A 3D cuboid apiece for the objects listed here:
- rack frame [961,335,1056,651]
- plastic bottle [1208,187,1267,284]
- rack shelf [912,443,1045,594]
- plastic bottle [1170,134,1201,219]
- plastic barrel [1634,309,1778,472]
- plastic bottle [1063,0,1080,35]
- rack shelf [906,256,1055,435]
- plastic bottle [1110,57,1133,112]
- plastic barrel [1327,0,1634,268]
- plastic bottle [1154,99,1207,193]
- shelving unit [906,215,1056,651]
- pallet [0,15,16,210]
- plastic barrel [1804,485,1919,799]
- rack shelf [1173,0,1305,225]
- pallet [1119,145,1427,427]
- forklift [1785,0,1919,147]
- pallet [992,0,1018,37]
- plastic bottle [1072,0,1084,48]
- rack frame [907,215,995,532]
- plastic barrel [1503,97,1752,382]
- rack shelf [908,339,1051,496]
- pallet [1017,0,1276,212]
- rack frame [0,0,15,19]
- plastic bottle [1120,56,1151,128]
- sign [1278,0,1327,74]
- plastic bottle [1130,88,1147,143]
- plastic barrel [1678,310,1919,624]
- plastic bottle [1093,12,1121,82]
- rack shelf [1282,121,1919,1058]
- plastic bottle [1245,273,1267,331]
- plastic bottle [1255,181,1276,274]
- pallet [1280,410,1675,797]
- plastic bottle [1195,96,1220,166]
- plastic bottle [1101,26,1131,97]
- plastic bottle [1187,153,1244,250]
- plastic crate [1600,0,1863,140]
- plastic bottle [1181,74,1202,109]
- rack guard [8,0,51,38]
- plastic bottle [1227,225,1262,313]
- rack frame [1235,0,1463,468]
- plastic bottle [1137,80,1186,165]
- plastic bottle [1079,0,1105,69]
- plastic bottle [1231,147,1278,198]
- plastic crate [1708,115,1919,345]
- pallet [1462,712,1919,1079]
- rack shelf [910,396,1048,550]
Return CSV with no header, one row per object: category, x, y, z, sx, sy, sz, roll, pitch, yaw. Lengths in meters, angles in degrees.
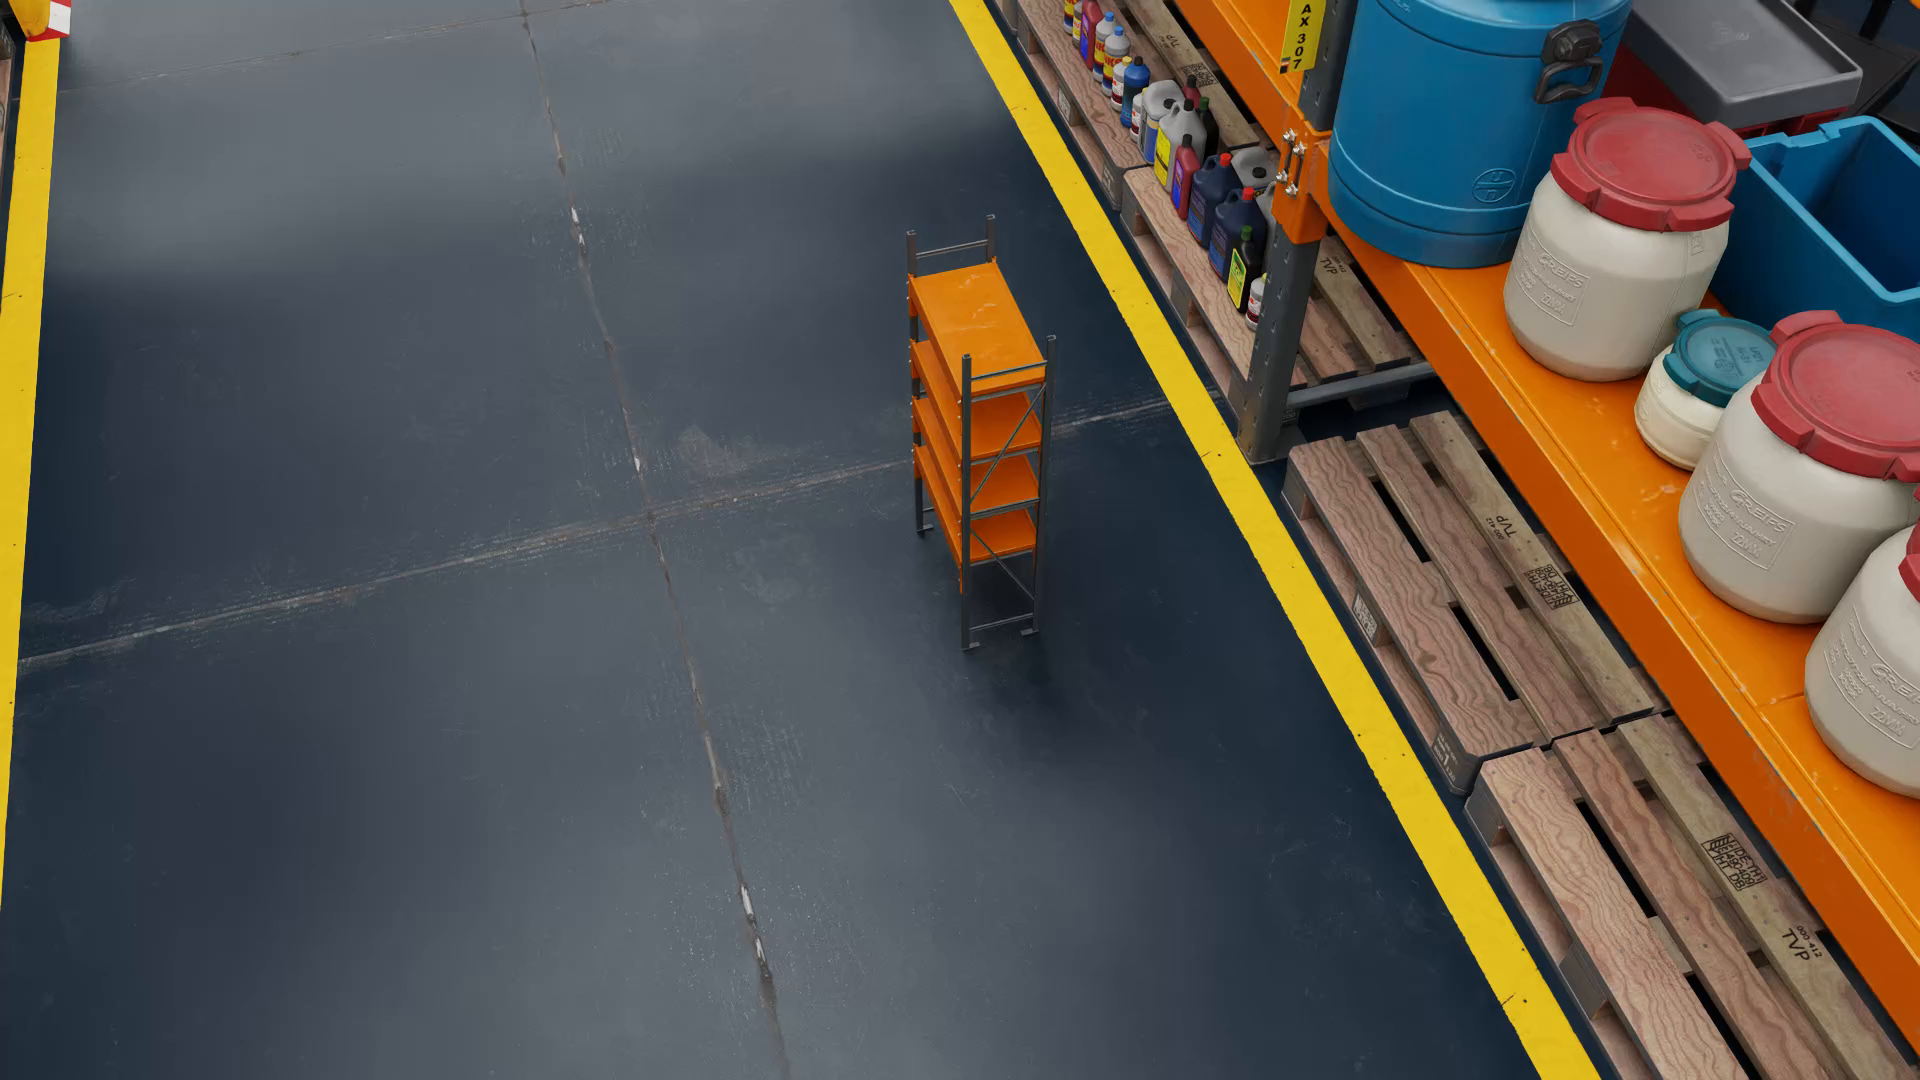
rack frame,0.121,-0.088,4.539,0.240,1.200,0.015,-13,51,-11
plastic bottle,0.943,-1.054,5.621,0.144,0.351,0.185,-15,51,-12
rack shelf,0.049,-0.094,4.893,0.258,0.148,0.480,-13,51,-11
plastic bottle,0.798,-1.282,5.858,0.061,0.283,0.133,-10,51,-9
plastic barrel,1.654,-0.315,3.644,0.301,0.262,0.301,0,50,0
plastic bottle,0.465,-2.150,6.597,0.097,0.271,0.097,0,50,0
rack shelf,0.049,-0.519,4.389,0.258,0.148,0.480,-13,51,-11
plastic bottle,0.625,-1.732,6.290,0.097,0.201,0.097,0,50,0
plastic barrel,1.234,-1.172,3.948,0.600,0.901,0.708,-13,51,-11
plastic bottle,0.791,-1.430,5.938,0.144,0.351,0.185,-14,51,-11
shelving unit,0.049,-0.266,4.689,0.258,1.200,0.503,-13,51,-11
pallet,-4.276,-1.607,6.466,1.003,0.211,1.213,-13,51,-11
plastic barrel,1.827,0.196,3.034,0.433,0.535,0.433,0,50,0
rack shelf,0.818,-2.590,5.942,1.077,0.370,4.000,-13,51,-11
pallet,1.250,-0.962,5.923,1.003,0.211,1.213,-13,51,-11
forklift,2.963,-2.528,5.464,3.031,2.935,1.130,37,59,27
pallet,0.529,-2.744,7.425,1.003,0.211,1.213,-13,51,-11
plastic bottle,0.495,-2.052,6.560,0.097,0.201,0.097,0,50,0
rack frame,-0.023,-0.444,4.840,0.240,1.200,0.015,-13,51,-11
plastic barrel,1.482,-0.656,3.752,0.433,0.535,0.433,0,50,0
rack shelf,0.049,-0.367,4.570,0.258,0.148,0.480,-13,51,-11
pallet,0.886,-1.855,6.675,1.003,0.211,1.213,-13,51,-11
rack frame,-4.505,-3.162,5.954,1.000,3.000,0.127,-13,51,-11
plastic bottle,0.655,-1.679,6.200,0.097,0.271,0.097,0,50,0
sign,0.880,-1.334,4.231,0.100,0.325,0.005,-13,51,-11
plastic bottle,0.686,-1.582,6.164,0.097,0.201,0.097,0,50,0
plastic barrel,1.699,-0.120,3.301,0.433,0.535,0.433,0,50,0
plastic bottle,0.566,-1.900,6.386,0.097,0.271,0.097,0,50,0
rack shelf,2.000,0.332,3.479,1.077,0.370,4.000,-13,51,-11
plastic bottle,1.004,-0.795,5.501,0.097,0.201,0.097,0,50,0
plastic bottle,1.081,-1.087,5.649,0.144,0.351,0.185,-13,51,-11
pallet,1.678,0.103,5.025,1.003,0.211,1.213,-13,51,-11
plastic bottle,0.881,-1.450,6.000,0.061,0.283,0.133,-13,51,-11
plastic bottle,0.596,-1.827,6.325,0.097,0.271,0.097,0,50,0
plastic bottle,0.886,-1.194,5.740,0.144,0.351,0.185,-16,52,-13
plastic crate,1.844,-1.097,4.171,0.402,0.464,0.583,-13,51,-11
plastic bottle,0.848,-1.552,6.086,0.061,0.283,0.133,-13,51,-11
rack guard,-4.483,-2.301,6.863,1.175,0.500,0.348,-13,51,-11
plastic bottle,0.952,-0.904,5.539,0.061,0.283,0.133,-11,51,-9
rack frame,1.409,-1.361,4.435,1.000,3.000,0.127,-13,51,-11
plastic bottle,0.747,-1.526,6.068,0.152,0.276,0.135,-12,51,-10
plastic bottle,0.514,-1.984,6.450,0.061,0.283,0.133,-13,51,-10
plastic bottle,1.021,-1.222,5.812,0.152,0.276,0.135,-13,51,-11
plastic crate,2.032,-0.620,3.821,0.392,0.384,0.575,-13,51,-11
pallet,2.043,0.995,4.273,1.003,0.211,1.213,-13,51,-11
rack shelf,0.049,-0.222,4.741,0.258,0.148,0.480,-13,51,-11
